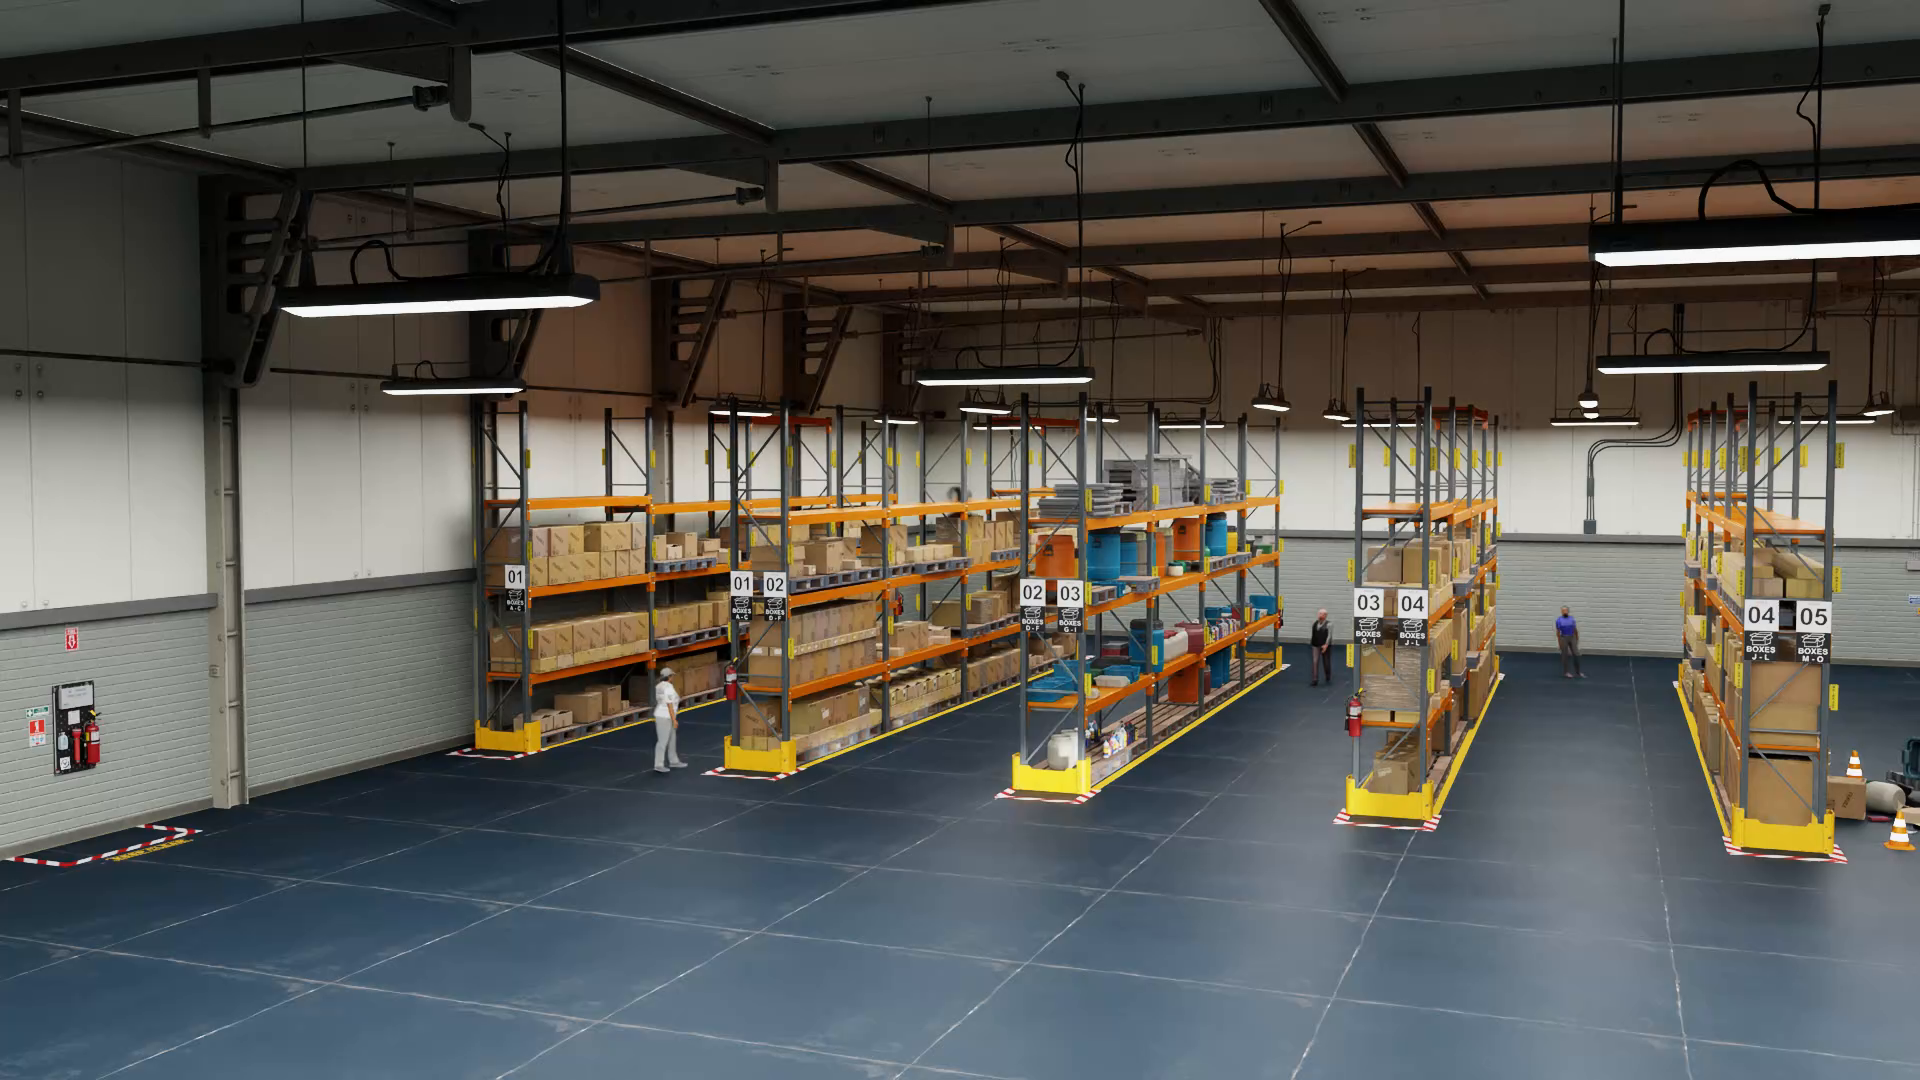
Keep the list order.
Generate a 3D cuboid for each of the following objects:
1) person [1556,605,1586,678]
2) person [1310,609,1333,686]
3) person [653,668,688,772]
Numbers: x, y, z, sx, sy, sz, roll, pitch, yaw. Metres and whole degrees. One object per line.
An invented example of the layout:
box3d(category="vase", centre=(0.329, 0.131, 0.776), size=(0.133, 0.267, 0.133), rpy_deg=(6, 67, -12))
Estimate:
box3d(category="person", centre=(14.018, 2.338, 38.141), size=(0.668, 1.659, 0.330), rpy_deg=(0, 3, 10))
box3d(category="person", centre=(8.012, 2.376, 36.808), size=(0.488, 1.678, 0.991), rpy_deg=(1, 3, 18))
box3d(category="person", centre=(-4.659, 2.879, 26.771), size=(0.551, 1.660, 0.543), rpy_deg=(-1, 3, -12))
